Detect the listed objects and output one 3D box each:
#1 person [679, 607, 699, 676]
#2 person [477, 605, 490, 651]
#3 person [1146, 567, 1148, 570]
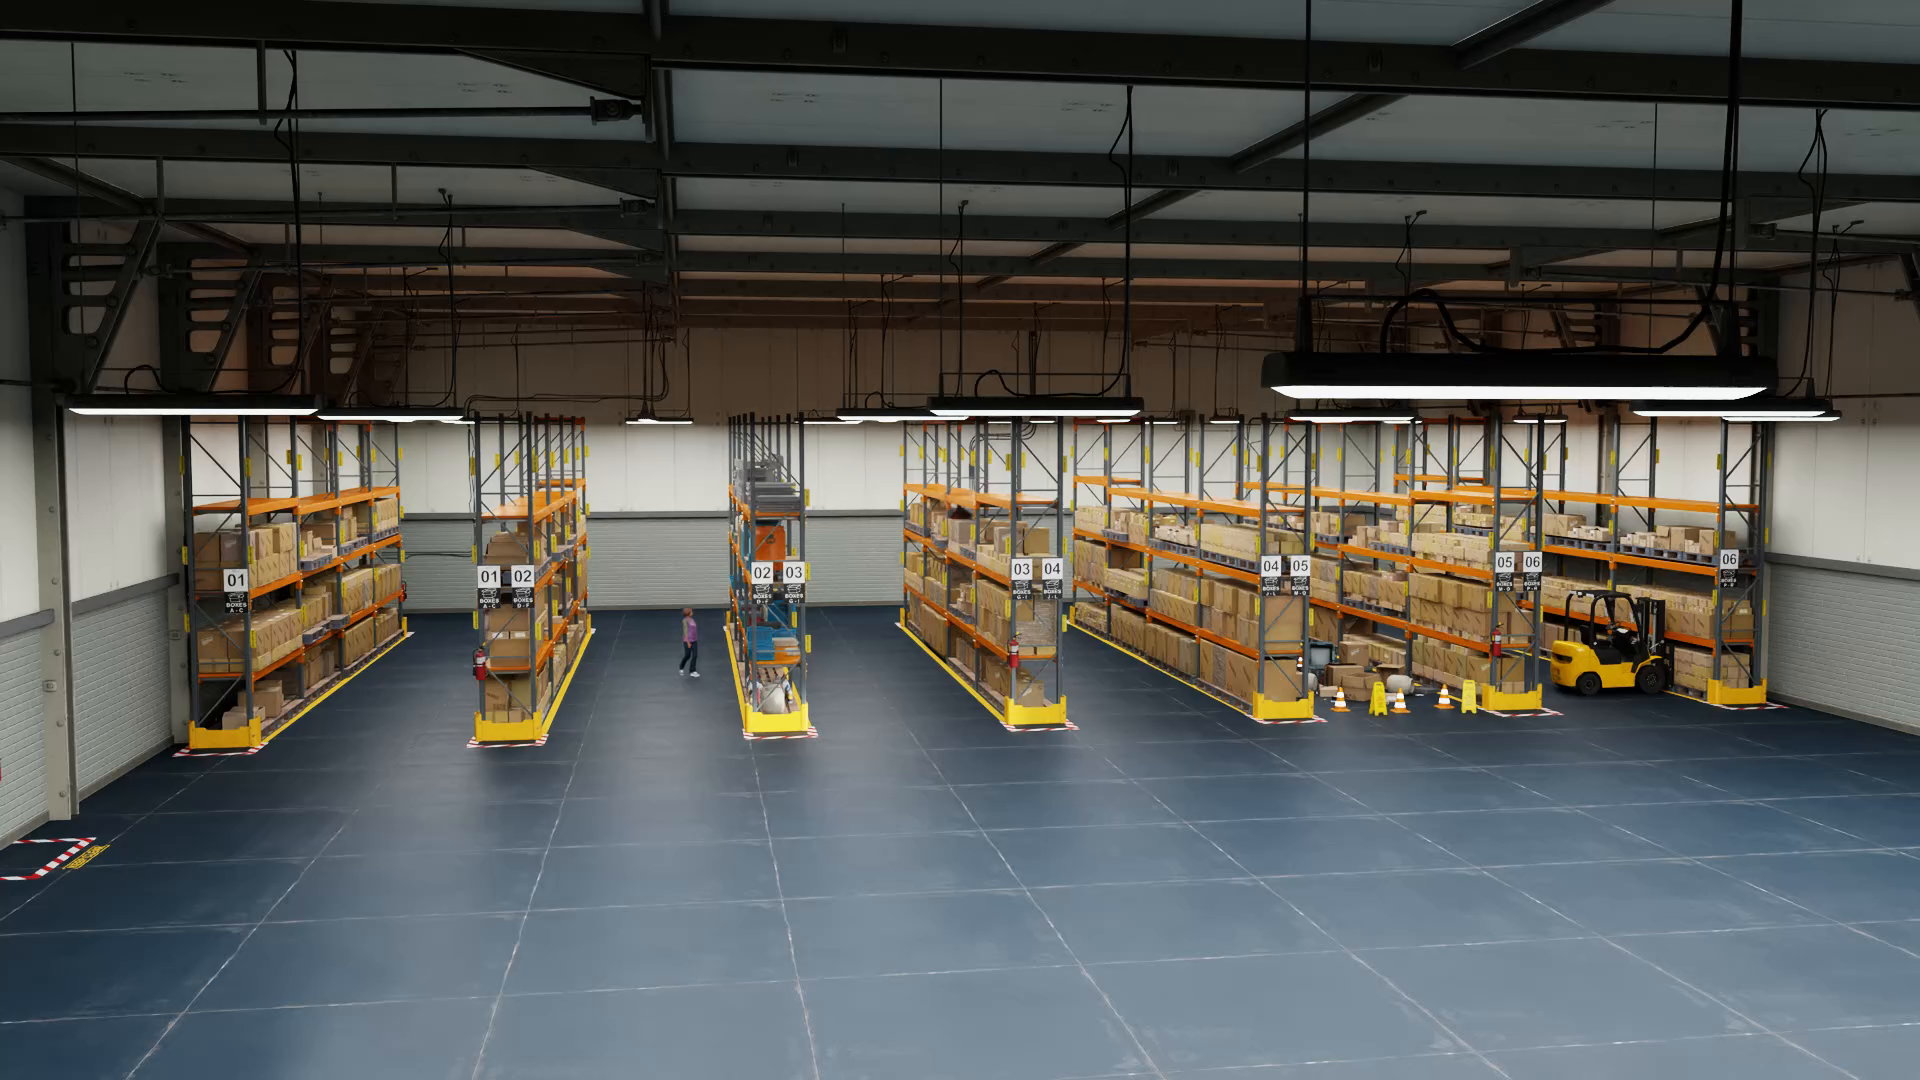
[{"bbox_3d":[-6.220,2.335,38.234,0.537,1.588,0.460,3,5,33],"label":"person"},{"bbox_3d":[-12.094,1.979,42.919,0.748,1.716,0.995,-1,4,-8],"label":"person"},{"bbox_3d":[5.489,1.615,48.357,0.375,1.658,0.499,0,4,4],"label":"person"}]
